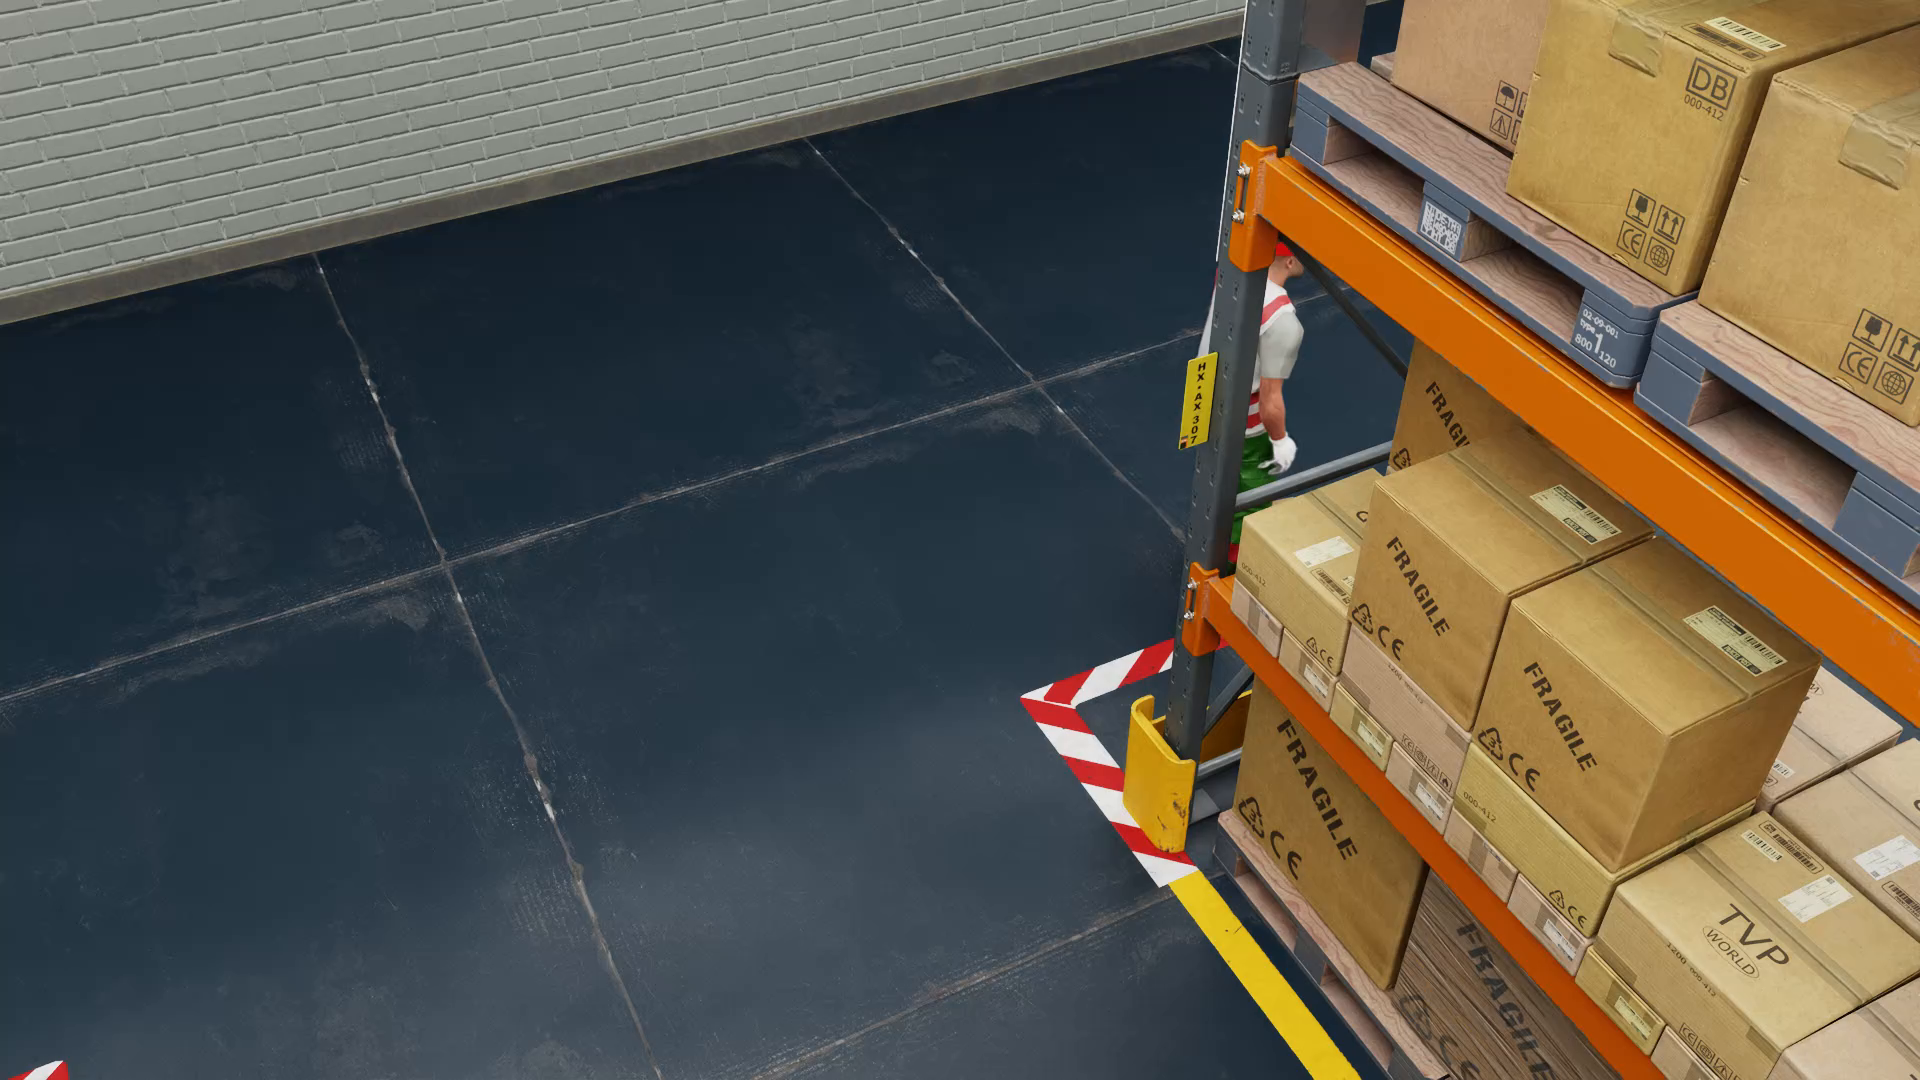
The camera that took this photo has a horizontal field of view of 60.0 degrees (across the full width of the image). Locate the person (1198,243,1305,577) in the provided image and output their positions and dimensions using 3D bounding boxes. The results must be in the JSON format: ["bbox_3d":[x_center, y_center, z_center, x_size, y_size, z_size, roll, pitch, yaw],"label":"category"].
[{"bbox_3d":[1.182,-0.528,6.757,0.456,1.778,0.617,-11,42,-13],"label":"person"}]
